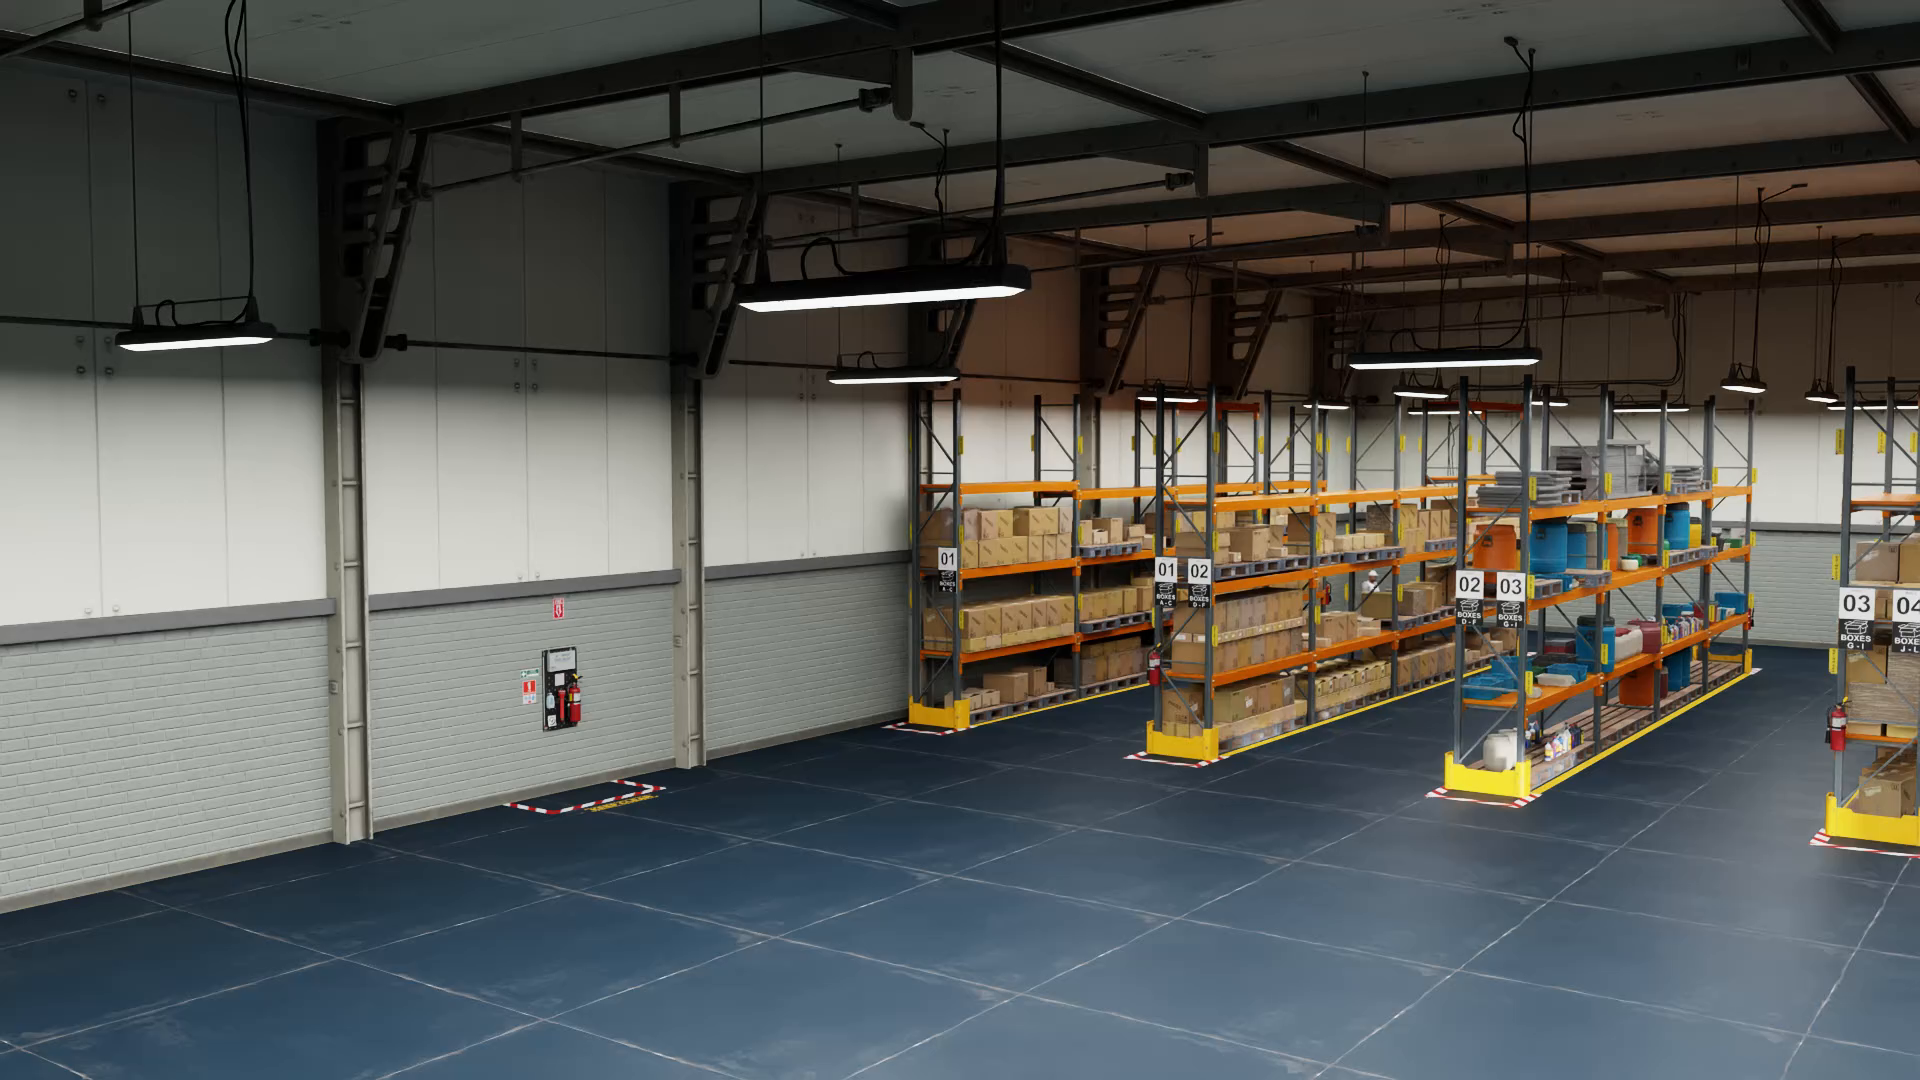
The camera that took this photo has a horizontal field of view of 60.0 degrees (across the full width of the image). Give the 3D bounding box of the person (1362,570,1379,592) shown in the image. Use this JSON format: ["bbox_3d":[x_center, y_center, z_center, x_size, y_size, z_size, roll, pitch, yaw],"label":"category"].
[{"bbox_3d":[10.547,1.666,42.894,0.619,1.774,0.701,-2,4,-37],"label":"person"}]
